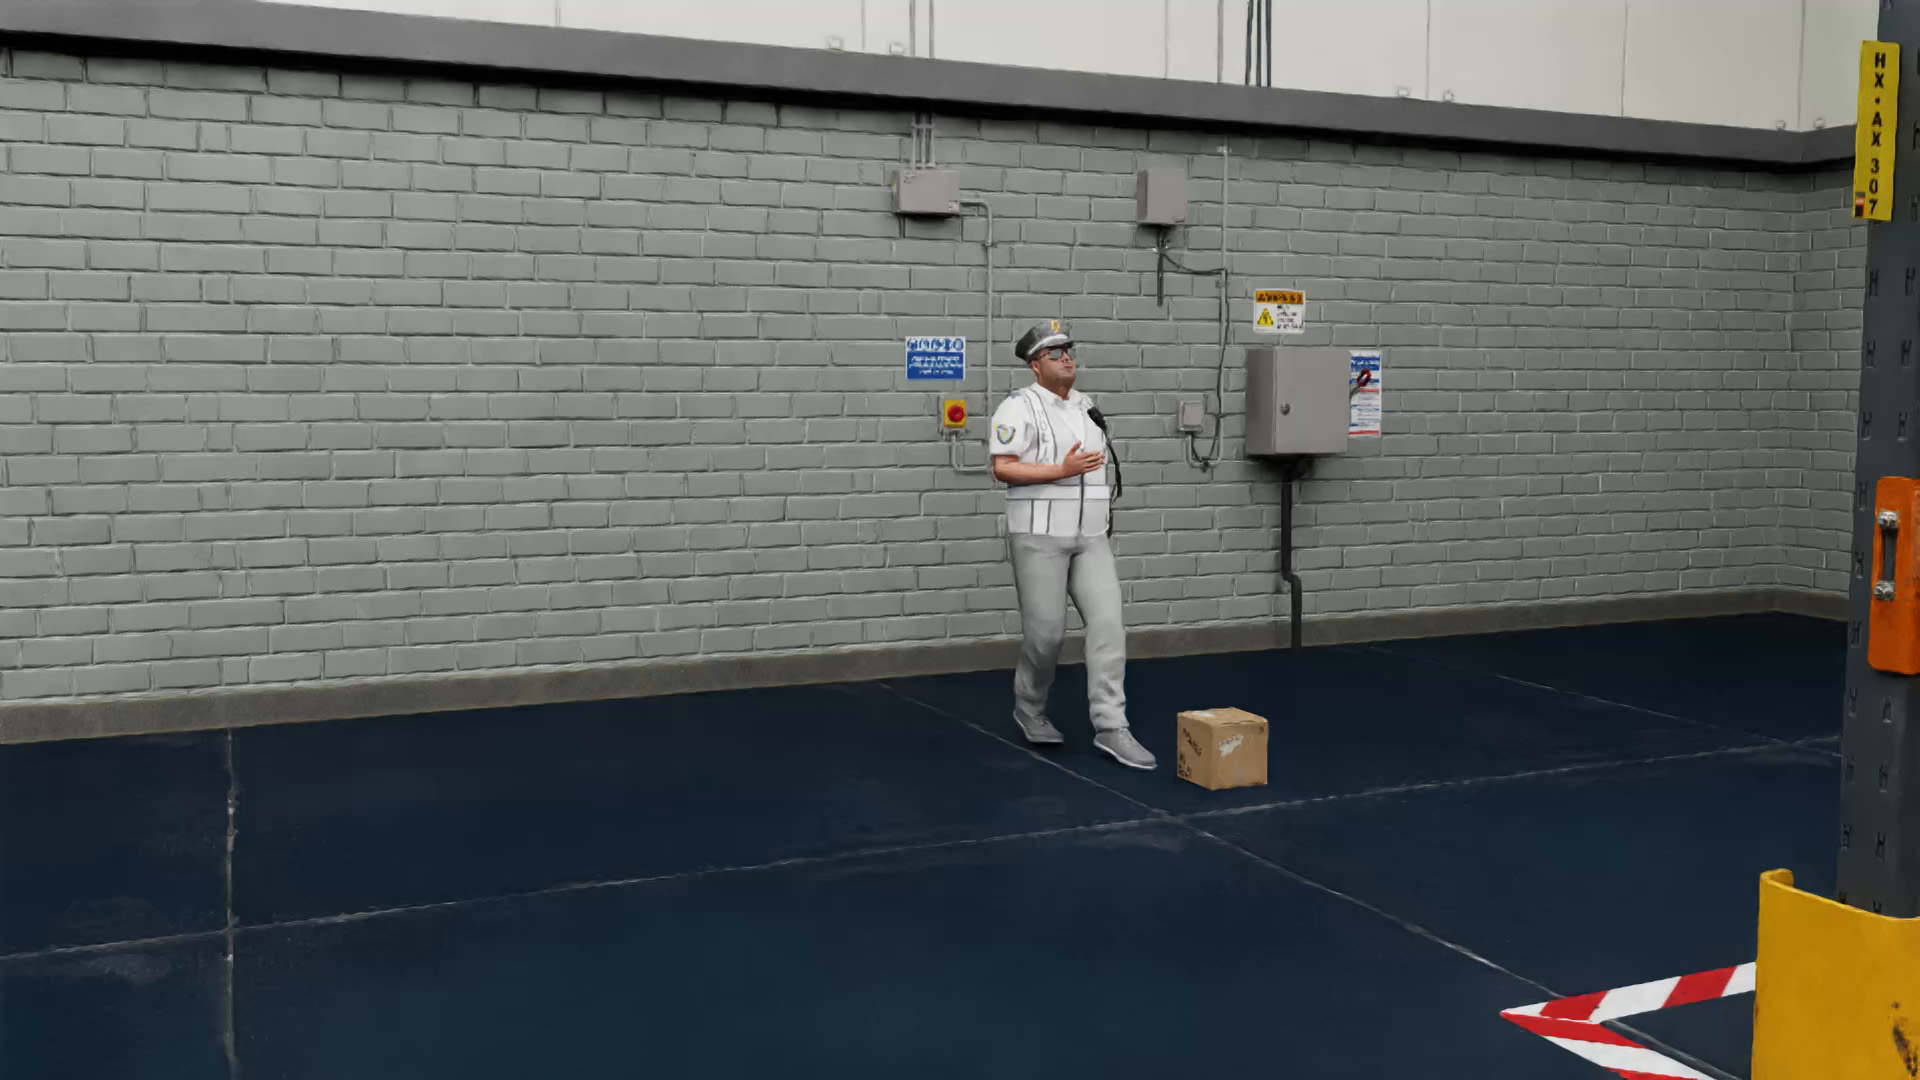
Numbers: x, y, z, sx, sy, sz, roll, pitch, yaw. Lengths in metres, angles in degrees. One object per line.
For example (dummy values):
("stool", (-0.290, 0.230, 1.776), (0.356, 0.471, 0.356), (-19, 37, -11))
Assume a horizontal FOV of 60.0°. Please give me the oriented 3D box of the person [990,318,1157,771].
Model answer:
("person", (0.451, -0.006, 6.740), (0.621, 1.768, 0.858), (-3, 6, -25))
